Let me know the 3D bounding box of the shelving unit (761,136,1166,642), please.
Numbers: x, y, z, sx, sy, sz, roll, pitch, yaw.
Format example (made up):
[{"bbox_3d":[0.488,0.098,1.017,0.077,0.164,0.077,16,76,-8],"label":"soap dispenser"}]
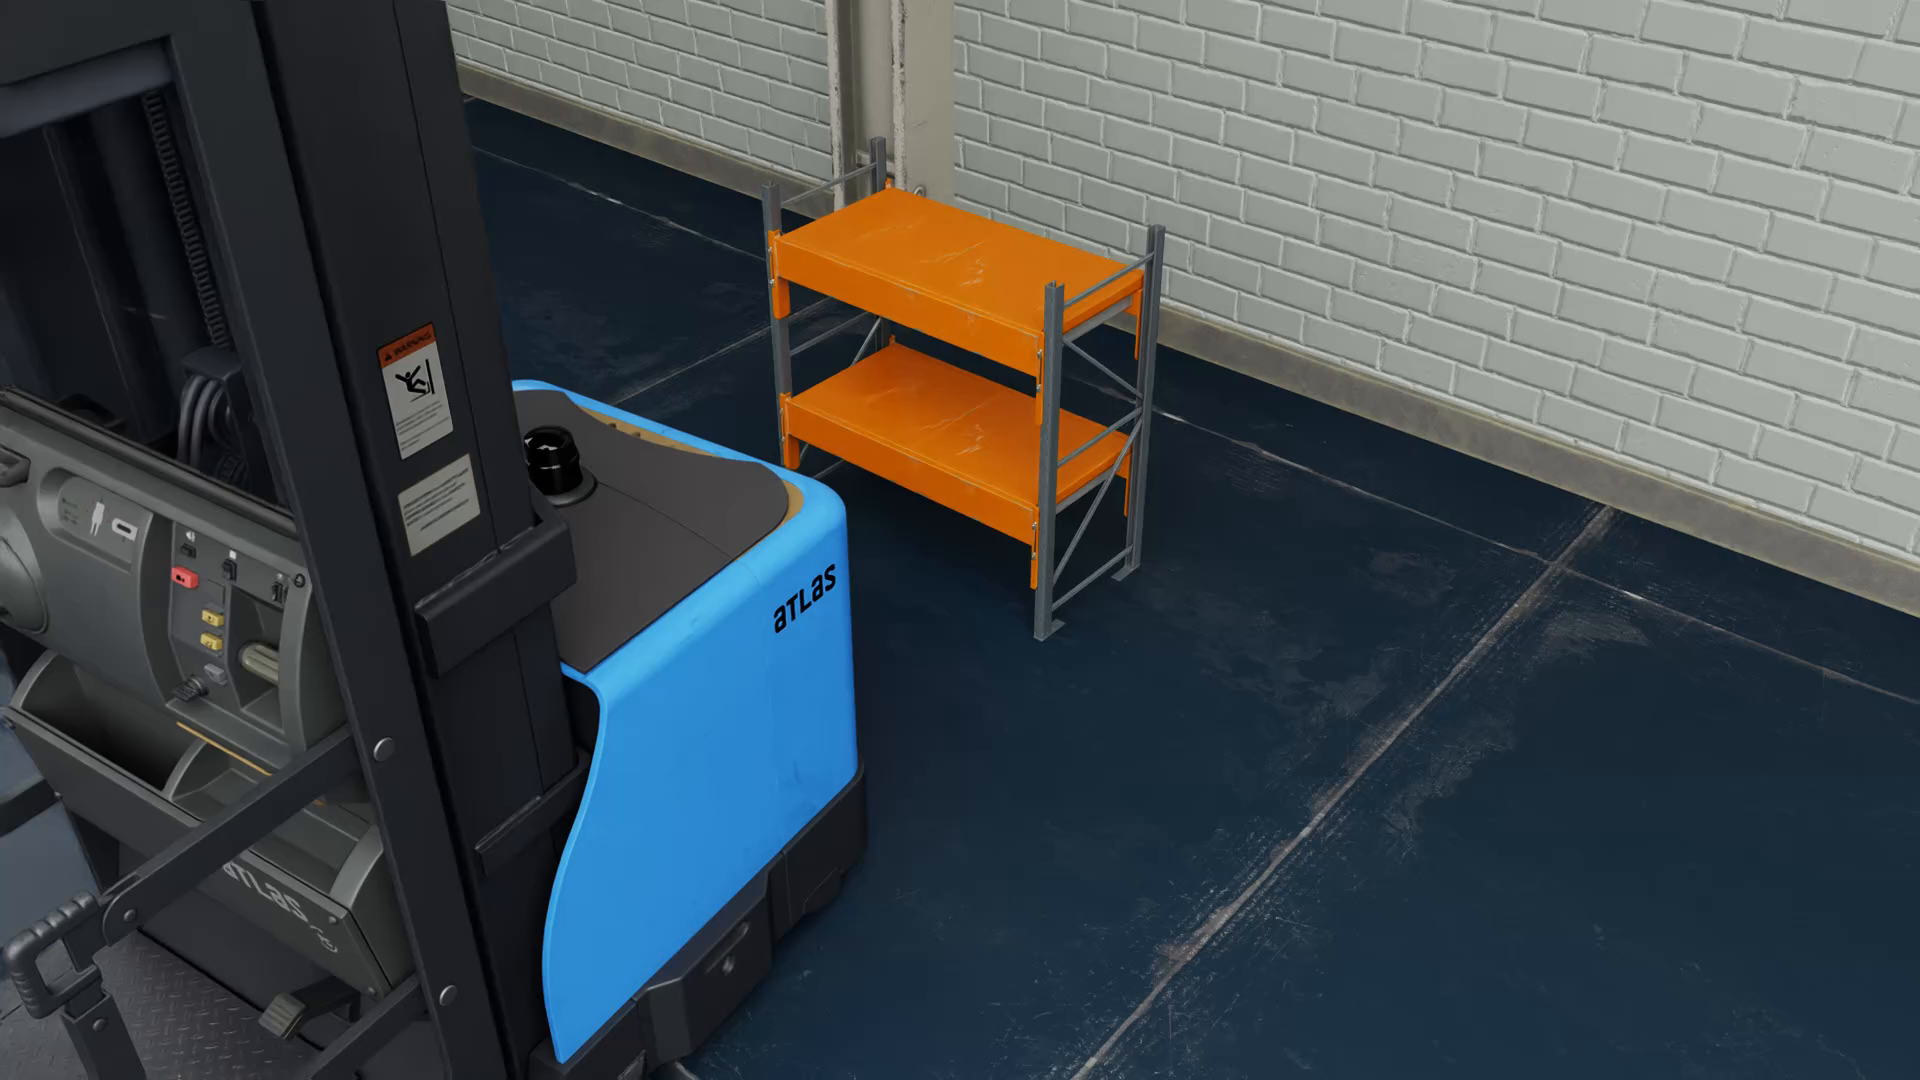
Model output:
[{"bbox_3d":[-0.005,-0.466,4.935,1.048,1.125,0.538,25,42,32],"label":"shelving unit"}]

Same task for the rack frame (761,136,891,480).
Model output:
[{"bbox_3d":[-0.396,-0.650,5.203,0.032,1.125,0.500,25,42,32],"label":"rack frame"}]

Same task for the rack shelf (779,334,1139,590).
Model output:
[{"bbox_3d":[-0.005,-0.265,5.074,1.000,0.278,0.538,25,42,32],"label":"rack shelf"}]

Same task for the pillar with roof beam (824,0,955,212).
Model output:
[{"bbox_3d":[-3.023,-2.983,1.645,0.400,9.000,9.100,25,42,32],"label":"pillar with roof beam"}]

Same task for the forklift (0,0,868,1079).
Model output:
[{"bbox_3d":[-1.445,0.124,2.480,1.130,2.935,3.031,20,39,26],"label":"forklift"}]

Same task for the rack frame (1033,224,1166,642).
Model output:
[{"bbox_3d":[0.385,-0.282,4.667,0.032,1.125,0.500,25,42,32],"label":"rack frame"}]

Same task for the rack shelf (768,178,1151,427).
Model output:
[{"bbox_3d":[-0.005,-0.707,4.769,1.000,0.278,0.538,25,42,32],"label":"rack shelf"}]
